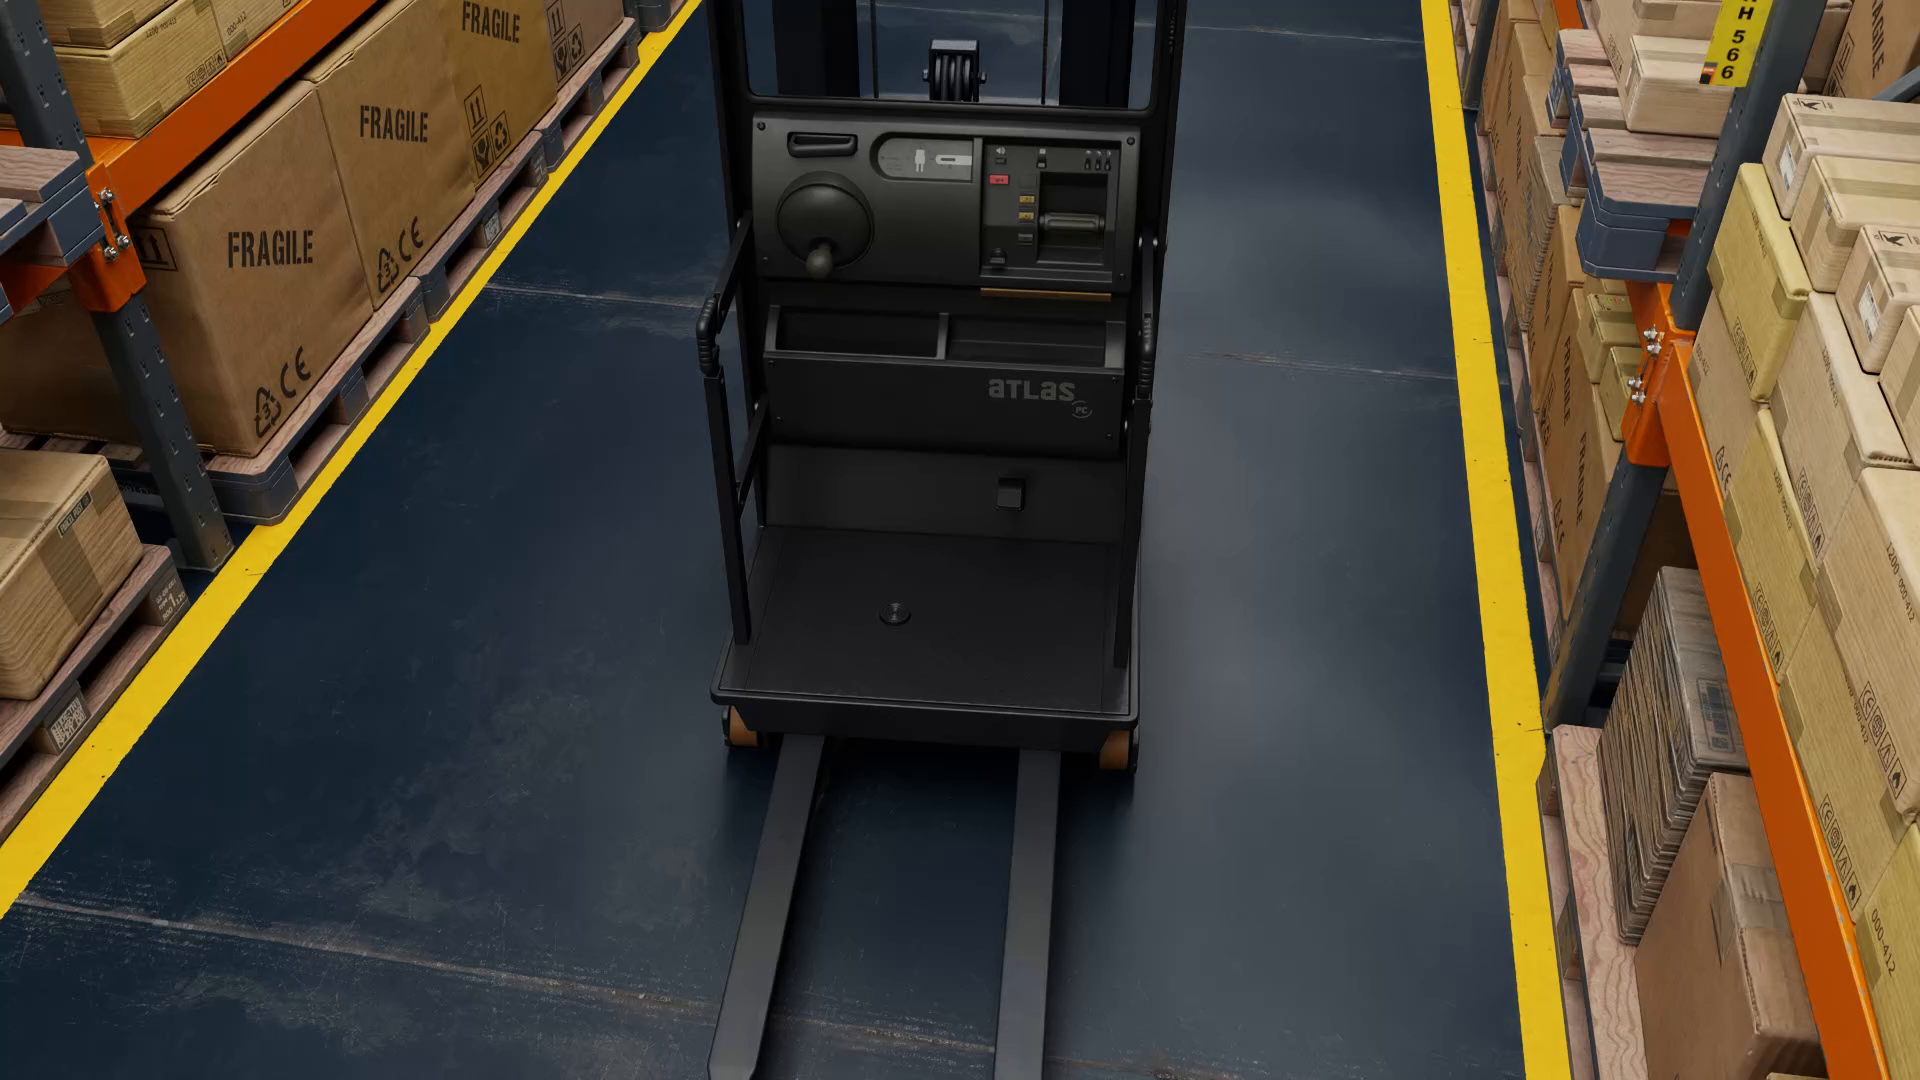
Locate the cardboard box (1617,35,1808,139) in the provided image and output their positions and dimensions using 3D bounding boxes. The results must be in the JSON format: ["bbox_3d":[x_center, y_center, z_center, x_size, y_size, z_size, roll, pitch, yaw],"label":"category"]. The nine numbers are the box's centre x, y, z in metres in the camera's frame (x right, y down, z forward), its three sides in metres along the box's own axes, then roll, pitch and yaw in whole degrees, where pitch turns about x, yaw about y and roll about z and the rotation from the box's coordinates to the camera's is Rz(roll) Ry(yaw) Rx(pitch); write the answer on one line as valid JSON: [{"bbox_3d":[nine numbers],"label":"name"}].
[{"bbox_3d":[1.853,-1.116,4.114,0.380,0.149,0.250,7,40,8],"label":"cardboard box"}]

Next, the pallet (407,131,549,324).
[{"bbox_3d":[-2.348,-1.317,6.677,1.003,0.211,1.213,6,40,8],"label":"pallet"}]

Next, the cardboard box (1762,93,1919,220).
[{"bbox_3d":[1.772,-0.718,3.177,0.380,0.149,0.250,8,40,9],"label":"cardboard box"}]

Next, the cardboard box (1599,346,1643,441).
[{"bbox_3d":[1.953,-0.383,4.483,0.380,0.149,0.250,5,40,5],"label":"cardboard box"}]

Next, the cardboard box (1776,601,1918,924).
[{"bbox_3d":[1.625,0.352,2.588,0.500,0.250,0.500,5,40,6],"label":"cardboard box"}]

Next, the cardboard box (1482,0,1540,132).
[{"bbox_3d":[2.504,-2.027,6.980,0.500,0.500,0.500,8,40,10],"label":"cardboard box"}]

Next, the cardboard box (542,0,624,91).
[{"bbox_3d":[-2.109,-2.597,7.375,0.875,0.875,0.875,8,40,9],"label":"cardboard box"}]

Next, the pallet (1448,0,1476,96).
[{"bbox_3d":[2.929,-2.463,8.064,1.003,0.211,1.213,6,40,8],"label":"pallet"}]

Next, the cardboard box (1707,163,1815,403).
[{"bbox_3d":[1.775,-0.483,3.206,0.500,0.250,0.500,6,40,8],"label":"cardboard box"}]

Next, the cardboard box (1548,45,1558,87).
[{"bbox_3d":[2.366,-1.689,6.062,0.380,0.149,0.250,6,40,8],"label":"cardboard box"}]

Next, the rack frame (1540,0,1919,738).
[{"bbox_3d":[2.117,-0.597,3.618,1.000,3.000,0.127,6,40,8],"label":"rack frame"}]

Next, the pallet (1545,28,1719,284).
[{"bbox_3d":[2.165,-0.956,4.203,1.213,0.211,1.003,6,40,8],"label":"pallet"}]

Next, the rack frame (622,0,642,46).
[{"bbox_3d":[-2.080,-3.652,7.313,1.000,3.000,0.127,6,40,8],"label":"rack frame"}]

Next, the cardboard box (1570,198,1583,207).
[{"bbox_3d":[2.210,-1.212,5.485,0.380,0.149,0.250,5,40,6],"label":"cardboard box"}]

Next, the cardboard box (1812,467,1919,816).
[{"bbox_3d":[1.603,0.160,2.427,0.500,0.250,0.500,5,40,7],"label":"cardboard box"}]

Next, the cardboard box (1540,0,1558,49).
[{"bbox_3d":[2.480,-2.015,6.457,0.380,0.149,0.250,4,40,5],"label":"cardboard box"}]

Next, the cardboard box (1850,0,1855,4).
[{"bbox_3d":[2.217,-1.843,4.715,0.797,0.503,0.637,6,40,7],"label":"cardboard box"}]

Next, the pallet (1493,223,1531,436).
[{"bbox_3d":[2.497,-0.750,5.992,1.003,0.211,1.213,6,40,8],"label":"pallet"}]

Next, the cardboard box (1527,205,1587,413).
[{"bbox_3d":[2.163,-0.726,5.406,0.500,0.500,0.500,8,40,10],"label":"cardboard box"}]

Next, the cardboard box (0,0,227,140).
[{"bbox_3d":[-2.440,-1.363,4.663,0.500,0.250,0.500,6,40,7],"label":"cardboard box"}]

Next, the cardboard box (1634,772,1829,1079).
[{"bbox_3d":[1.890,0.957,3.272,0.875,0.625,0.625,8,40,9],"label":"cardboard box"}]

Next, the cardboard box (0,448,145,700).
[{"bbox_3d":[-2.880,0.062,4.553,0.950,0.372,0.625,4,40,5],"label":"cardboard box"}]

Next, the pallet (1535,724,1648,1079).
[{"bbox_3d":[1.936,0.990,3.887,1.003,0.211,1.213,6,40,8],"label":"pallet"}]

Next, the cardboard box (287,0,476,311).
[{"bbox_3d":[-2.413,-1.469,6.010,0.875,0.875,0.875,7,40,8],"label":"cardboard box"}]

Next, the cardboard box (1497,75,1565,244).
[{"bbox_3d":[2.331,-1.379,6.196,0.500,0.500,0.500,5,40,6],"label":"cardboard box"}]

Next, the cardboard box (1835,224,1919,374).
[{"bbox_3d":[1.708,-0.386,2.775,0.380,0.149,0.250,7,40,9],"label":"cardboard box"}]

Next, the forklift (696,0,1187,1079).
[{"bbox_3d":[-0.055,-0.735,3.838,1.130,2.935,3.031,3,40,4],"label":"forklift"}]

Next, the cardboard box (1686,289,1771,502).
[{"bbox_3d":[1.800,-0.288,3.361,0.500,0.250,0.500,7,40,8],"label":"cardboard box"}]

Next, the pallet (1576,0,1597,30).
[{"bbox_3d":[2.449,-1.744,5.156,1.003,0.211,1.213,6,40,8],"label":"pallet"}]

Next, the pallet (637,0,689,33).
[{"bbox_3d":[-1.872,-3.046,8.769,1.003,0.211,1.213,6,40,8],"label":"pallet"}]

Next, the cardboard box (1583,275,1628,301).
[{"bbox_3d":[2.059,-0.718,4.888,0.380,0.149,0.250,5,40,6],"label":"cardboard box"}]

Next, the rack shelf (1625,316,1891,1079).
[{"bbox_3d":[1.771,0.936,2.329,1.077,0.370,4.000,6,40,8],"label":"rack shelf"}]

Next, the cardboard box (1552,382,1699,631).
[{"bbox_3d":[1.978,-0.084,4.630,0.500,0.500,0.500,7,40,9],"label":"cardboard box"}]

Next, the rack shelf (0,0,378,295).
[{"bbox_3d":[-2.426,-2.120,6.024,1.077,0.370,4.000,6,40,8],"label":"rack shelf"}]
